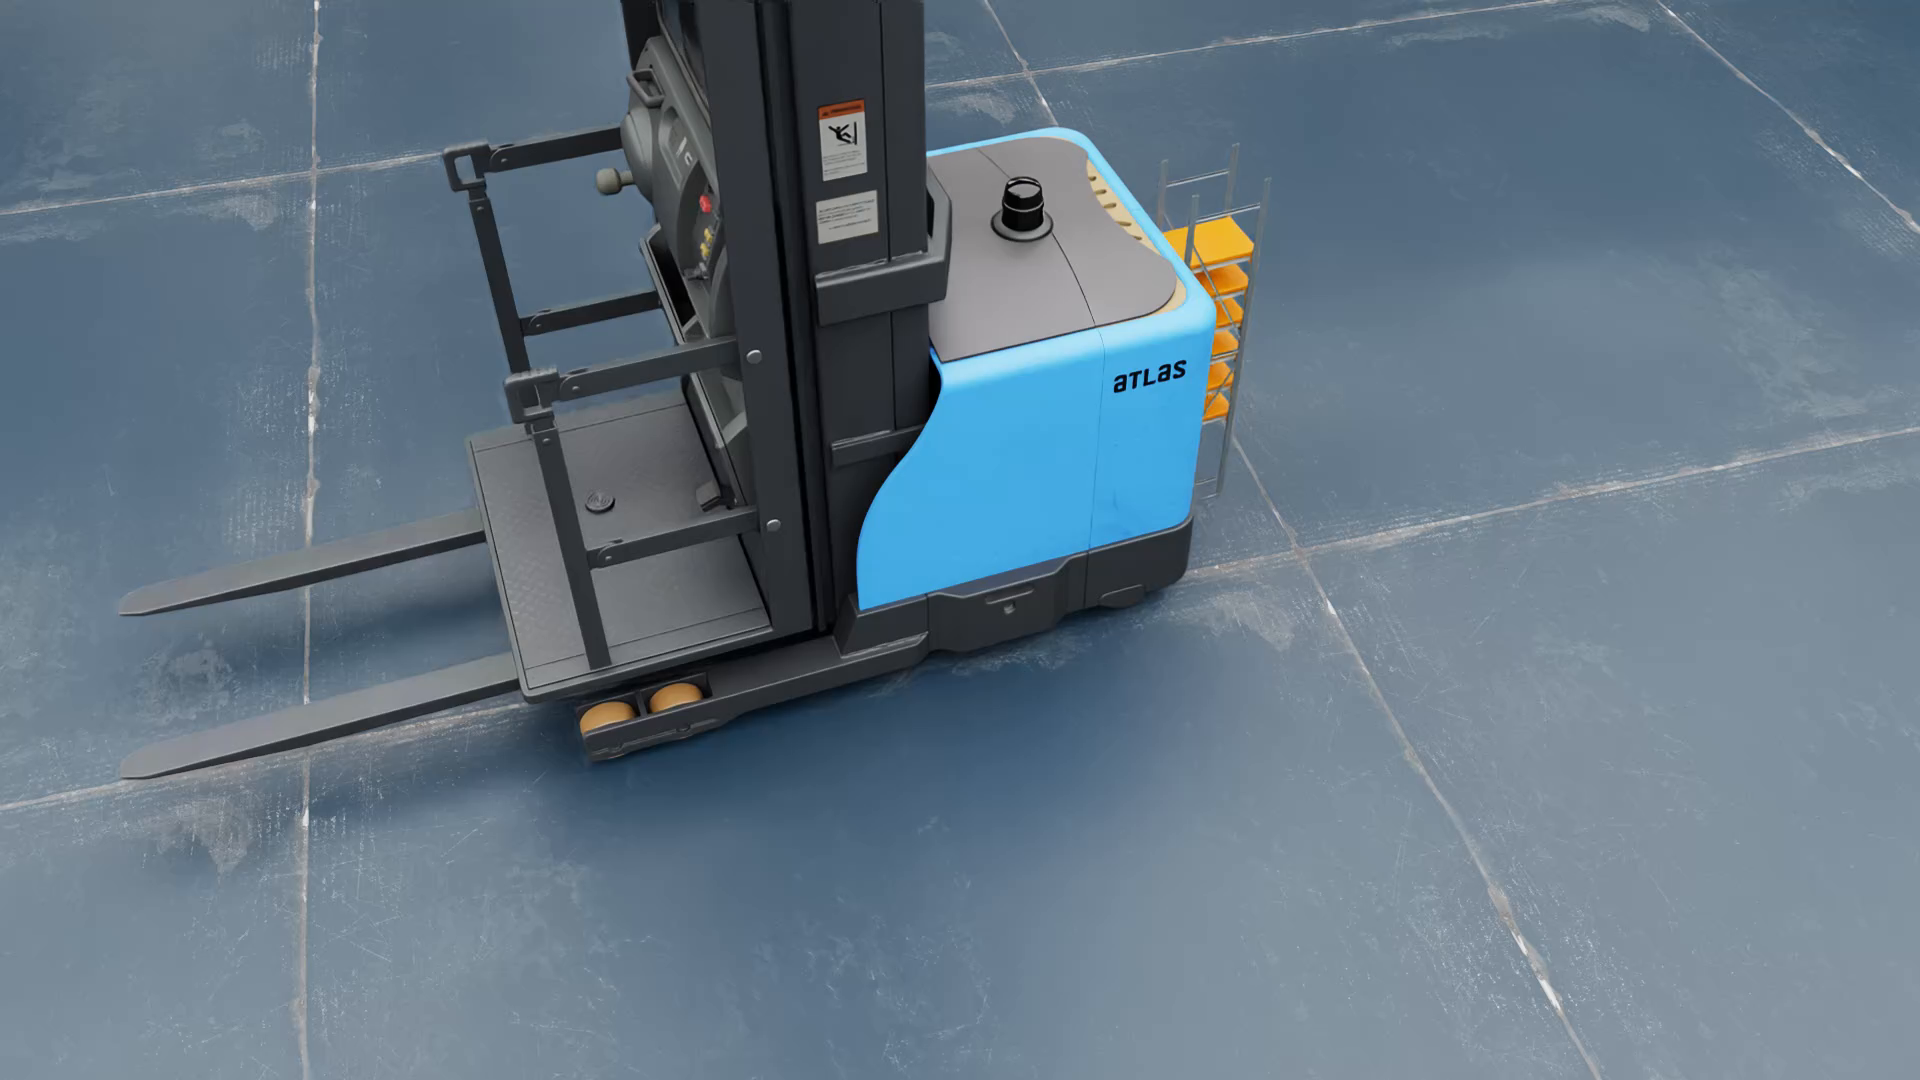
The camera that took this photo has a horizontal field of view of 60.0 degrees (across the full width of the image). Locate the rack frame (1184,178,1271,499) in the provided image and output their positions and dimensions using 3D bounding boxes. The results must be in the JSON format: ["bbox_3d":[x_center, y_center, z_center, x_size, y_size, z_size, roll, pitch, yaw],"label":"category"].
[{"bbox_3d":[0.736,-0.537,4.936,0.240,1.200,0.006,-16,48,-15],"label":"rack frame"}]

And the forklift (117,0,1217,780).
[{"bbox_3d":[-0.879,-0.843,4.024,3.031,2.935,1.130,-15,47,-14],"label":"forklift"}]

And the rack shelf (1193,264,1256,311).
[{"bbox_3d":[0.703,-0.735,4.856,0.258,0.103,0.180,-16,48,-15],"label":"rack shelf"}]

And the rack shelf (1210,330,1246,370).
[{"bbox_3d":[0.703,-0.567,5.027,0.258,0.103,0.180,-16,48,-15],"label":"rack shelf"}]

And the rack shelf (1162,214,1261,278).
[{"bbox_3d":[0.703,-0.819,4.770,0.258,0.103,0.180,-16,48,-15],"label":"rack shelf"}]

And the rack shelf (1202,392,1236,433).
[{"bbox_3d":[0.703,-0.399,5.199,0.258,0.103,0.180,-16,48,-15],"label":"rack shelf"}]

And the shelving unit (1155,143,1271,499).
[{"bbox_3d":[0.703,-0.598,4.996,0.258,1.200,0.189,-16,48,-15],"label":"shelving unit"}]

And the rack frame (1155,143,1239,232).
[{"bbox_3d":[0.669,-0.659,5.055,0.240,1.200,0.006,-16,48,-15],"label":"rack frame"}]

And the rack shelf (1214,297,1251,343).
[{"bbox_3d":[0.703,-0.651,4.942,0.258,0.103,0.180,-16,48,-15],"label":"rack shelf"}]

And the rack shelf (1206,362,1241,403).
[{"bbox_3d":[0.703,-0.483,5.113,0.258,0.103,0.180,-16,48,-15],"label":"rack shelf"}]
